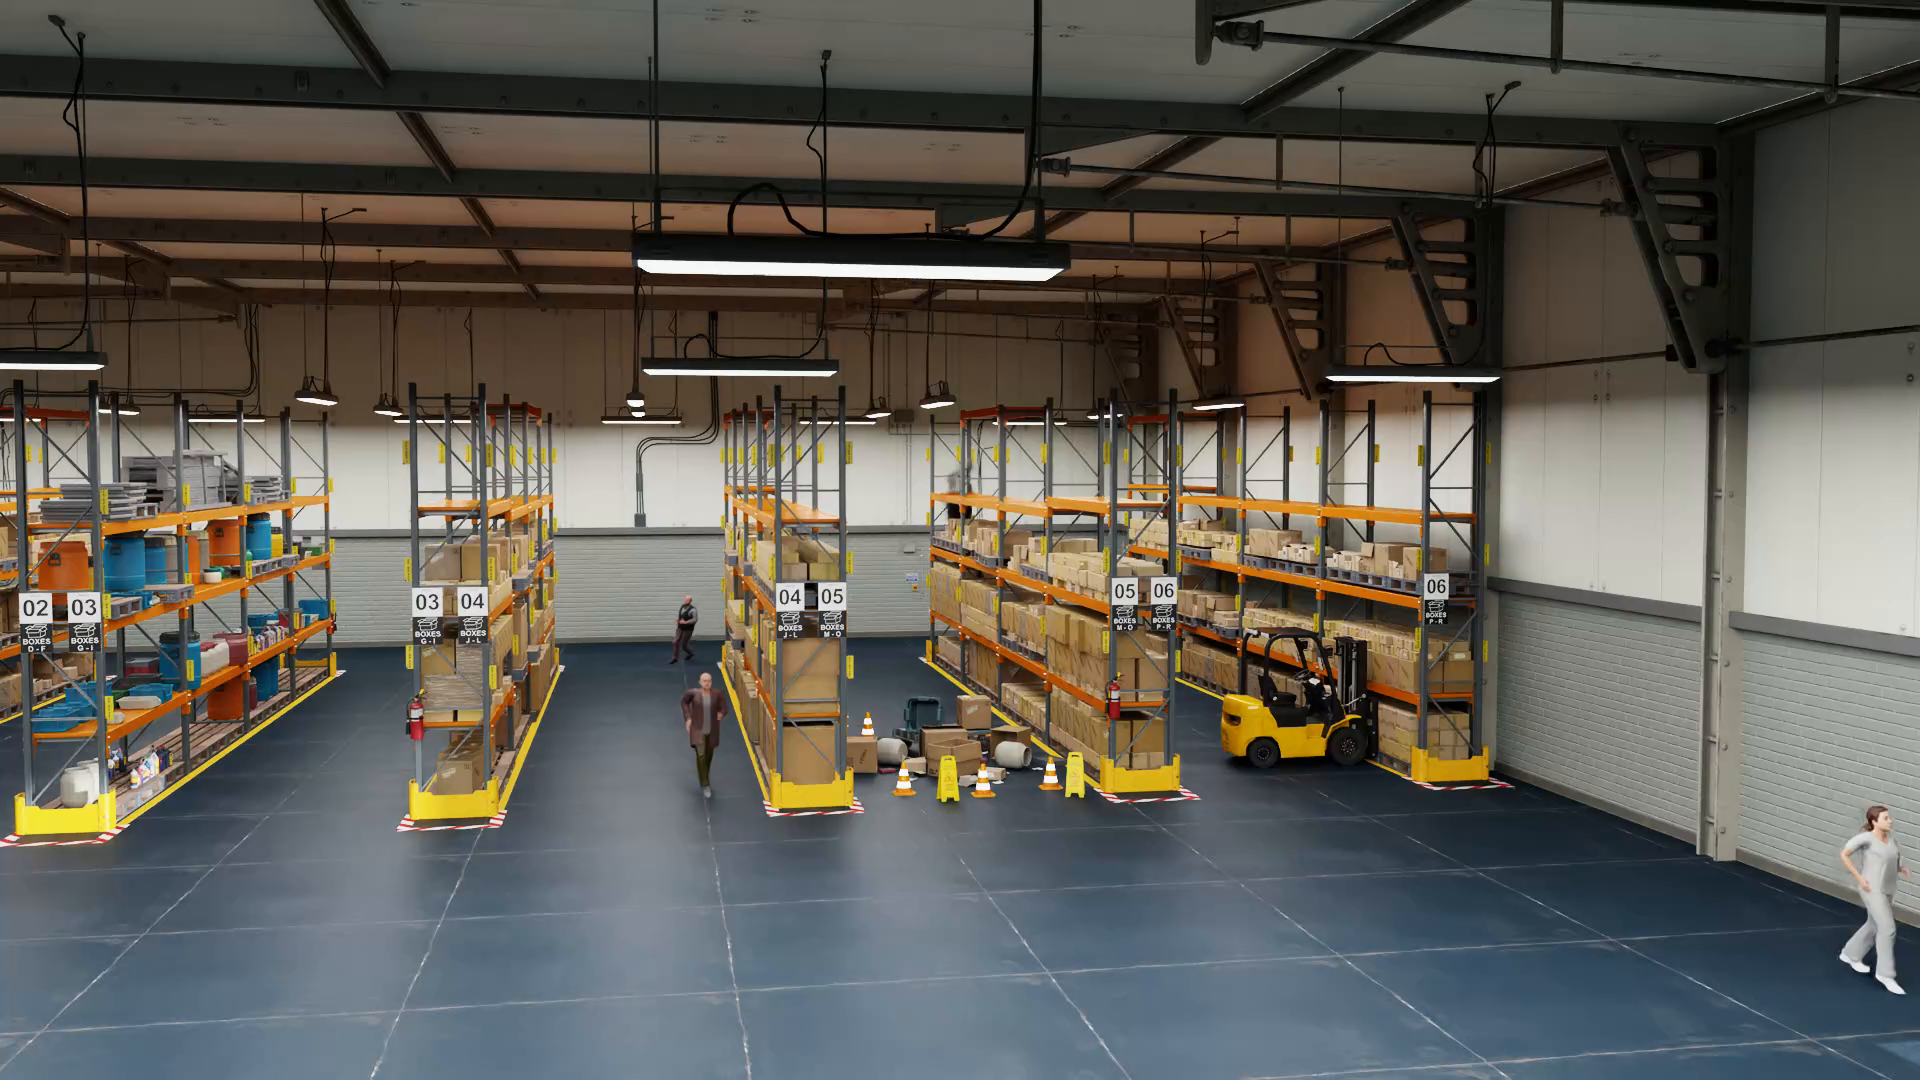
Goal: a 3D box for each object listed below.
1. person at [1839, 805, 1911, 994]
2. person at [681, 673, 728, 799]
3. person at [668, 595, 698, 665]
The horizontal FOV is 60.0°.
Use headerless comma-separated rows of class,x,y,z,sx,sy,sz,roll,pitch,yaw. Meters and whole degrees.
person,8.688,3.370,15.778,0.568,1.709,0.732,-1,3,-25
person,-3.793,2.860,24.735,0.649,1.804,1.026,-1,3,-22
person,-6.546,2.159,40.001,0.690,1.675,0.808,2,4,39
